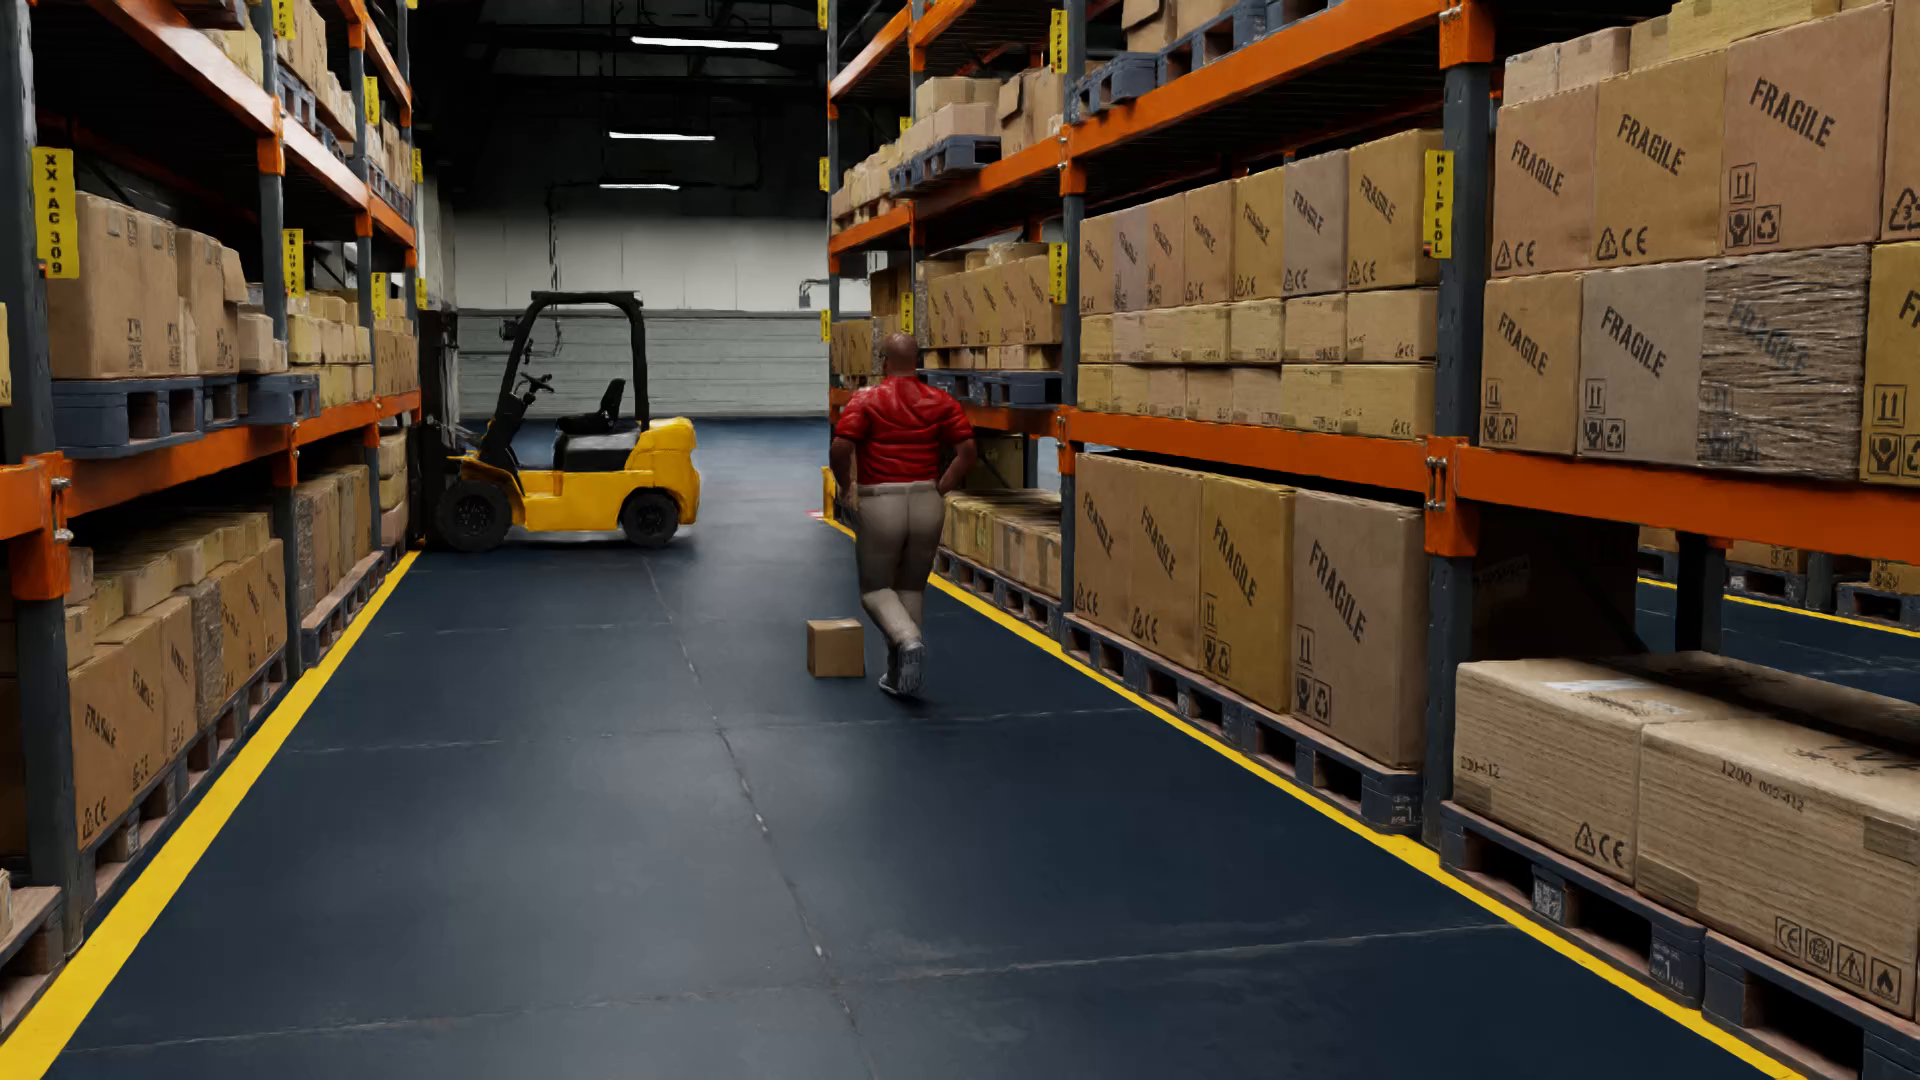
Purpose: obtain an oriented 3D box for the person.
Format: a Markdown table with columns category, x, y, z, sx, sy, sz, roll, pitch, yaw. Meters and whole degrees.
| category | x | y | z | sx | sy | sz | roll | pitch | yaw |
| --- | --- | --- | --- | --- | --- | --- | --- | --- | --- |
| person | -0.281 | -0.103 | 7.615 | 0.678 | 1.692 | 0.659 | -2 | 6 | -16 |
